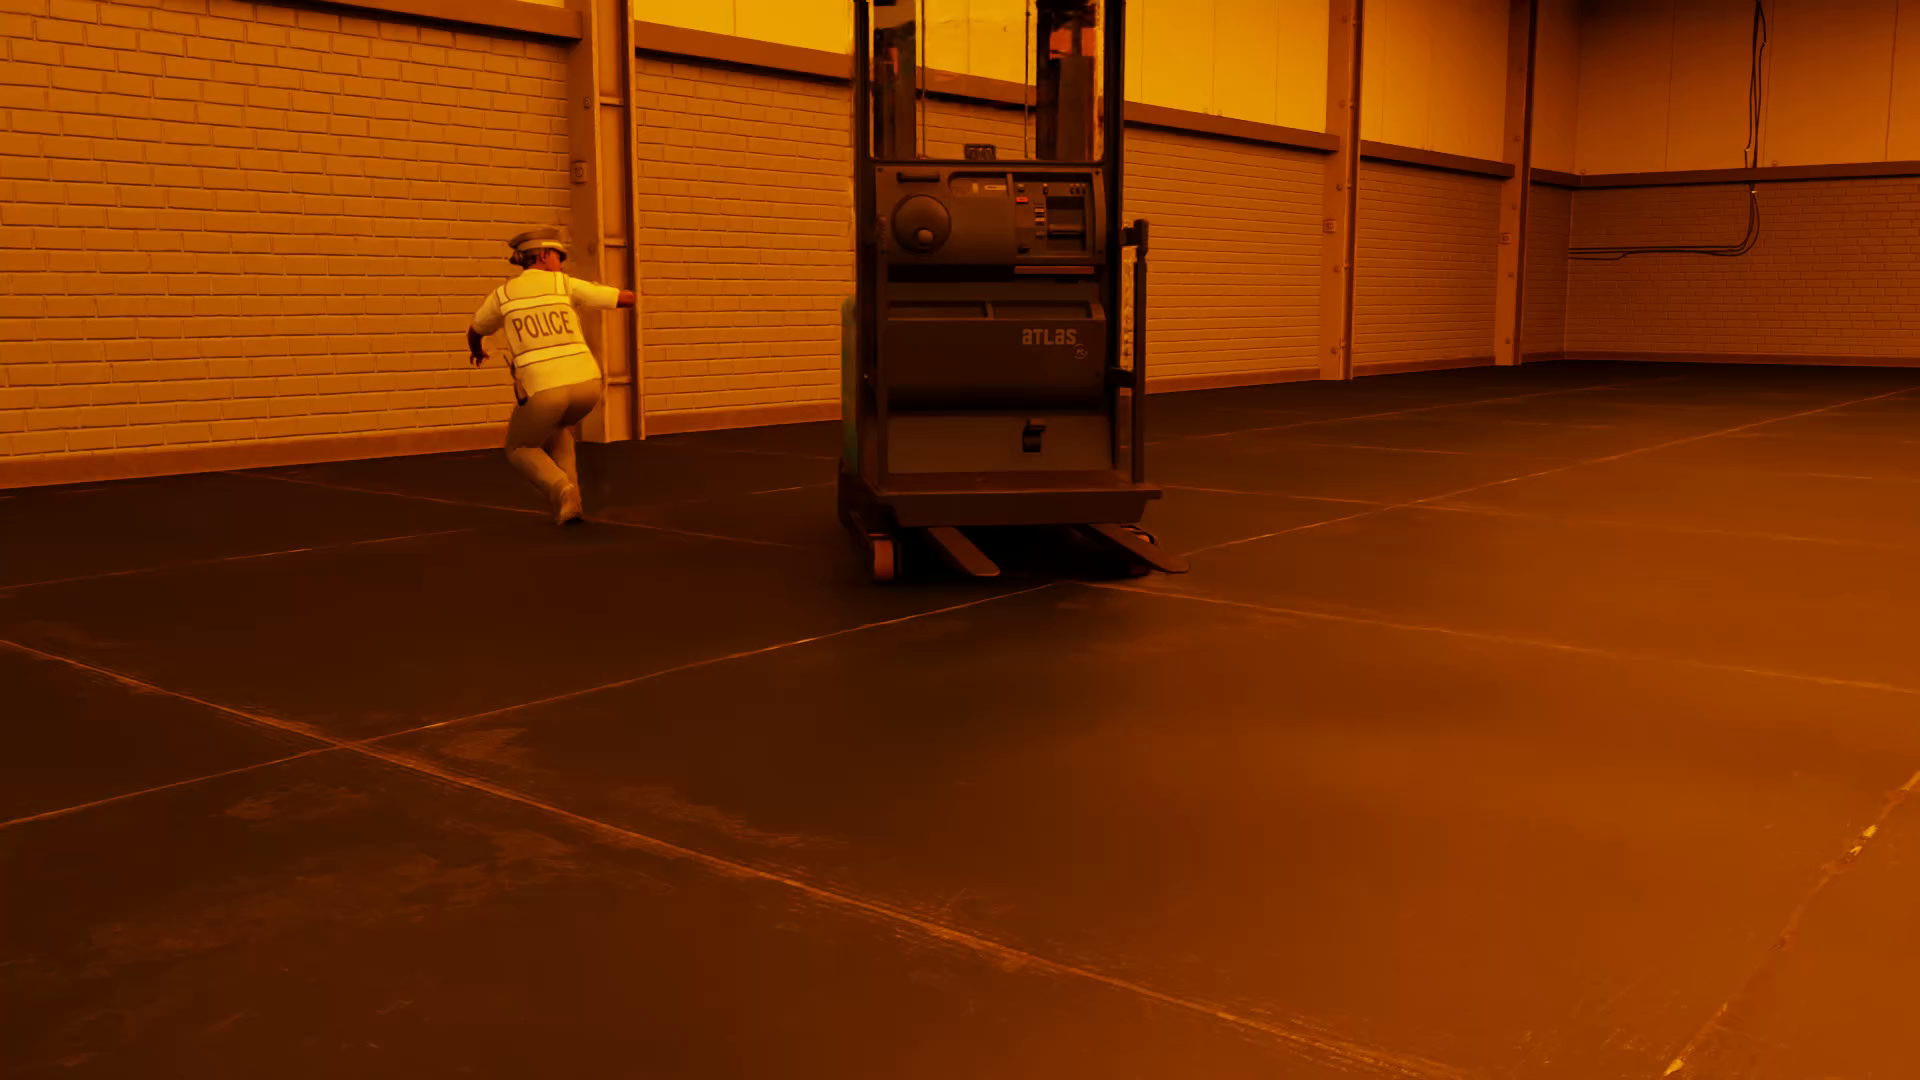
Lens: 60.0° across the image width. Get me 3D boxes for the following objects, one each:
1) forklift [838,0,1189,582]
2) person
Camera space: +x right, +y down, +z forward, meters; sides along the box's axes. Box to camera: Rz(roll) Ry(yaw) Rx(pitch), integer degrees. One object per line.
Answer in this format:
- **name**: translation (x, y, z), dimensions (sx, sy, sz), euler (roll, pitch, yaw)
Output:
- **forklift**: translation (0.156, -1.343, 6.463), dimensions (1.130, 2.935, 3.031), euler (-1, 8, -9)
- **person**: translation (-1.954, -0.774, 7.938), dimensions (0.690, 1.397, 0.973), euler (-5, 10, -30)
